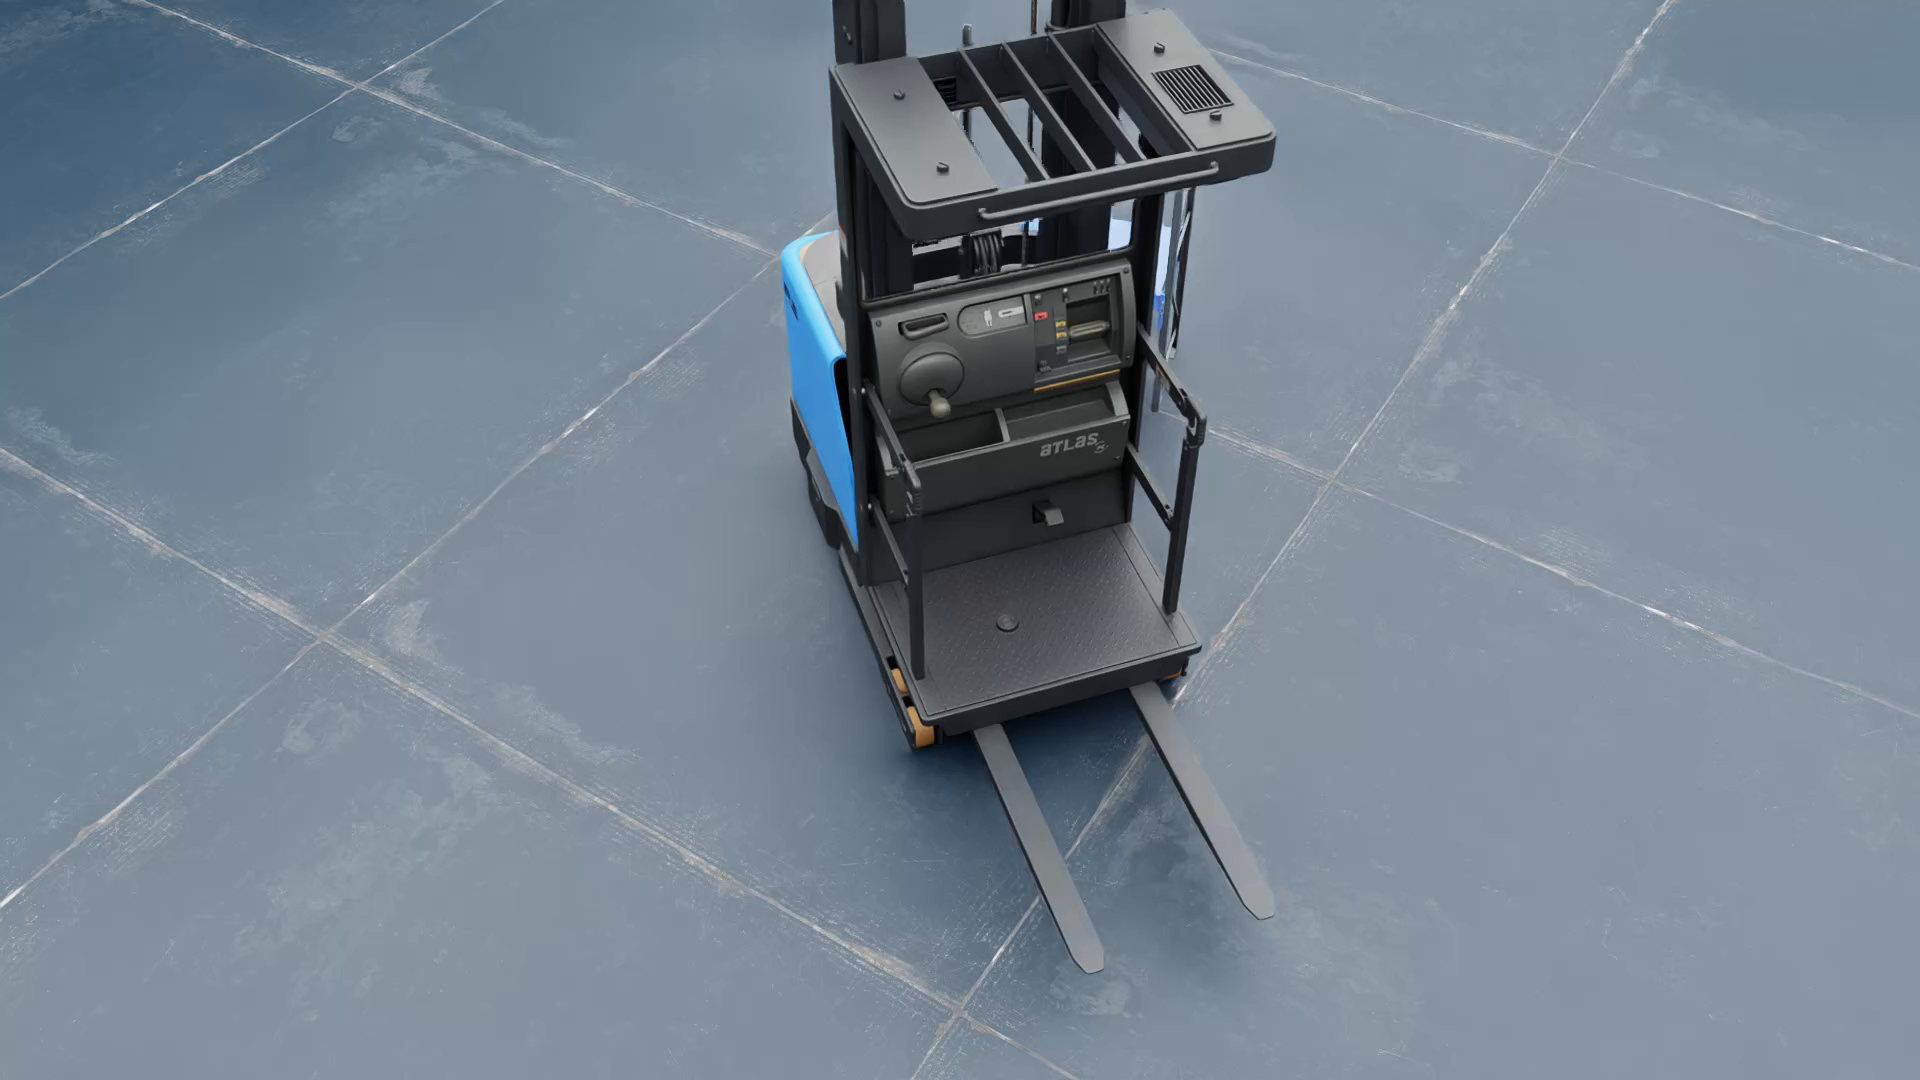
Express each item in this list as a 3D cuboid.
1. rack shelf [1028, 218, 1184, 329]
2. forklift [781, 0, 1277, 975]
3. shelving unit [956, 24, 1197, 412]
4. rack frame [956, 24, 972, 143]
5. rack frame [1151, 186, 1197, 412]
[{"bbox_3d":[0.458,-1.249,7.390,1.000,0.185,0.538,11,47,11],"label":"rack shelf"},{"bbox_3d":[0.228,-0.582,5.493,1.130,2.935,3.031,-14,47,-13],"label":"forklift"},{"bbox_3d":[0.458,-1.374,7.261,1.048,1.500,0.538,11,47,11],"label":"shelving unit"},{"bbox_3d":[-0.032,-1.471,7.356,0.032,1.500,0.500,11,47,11],"label":"rack frame"},{"bbox_3d":[0.948,-1.277,7.167,0.032,1.500,0.500,11,47,11],"label":"rack frame"}]
